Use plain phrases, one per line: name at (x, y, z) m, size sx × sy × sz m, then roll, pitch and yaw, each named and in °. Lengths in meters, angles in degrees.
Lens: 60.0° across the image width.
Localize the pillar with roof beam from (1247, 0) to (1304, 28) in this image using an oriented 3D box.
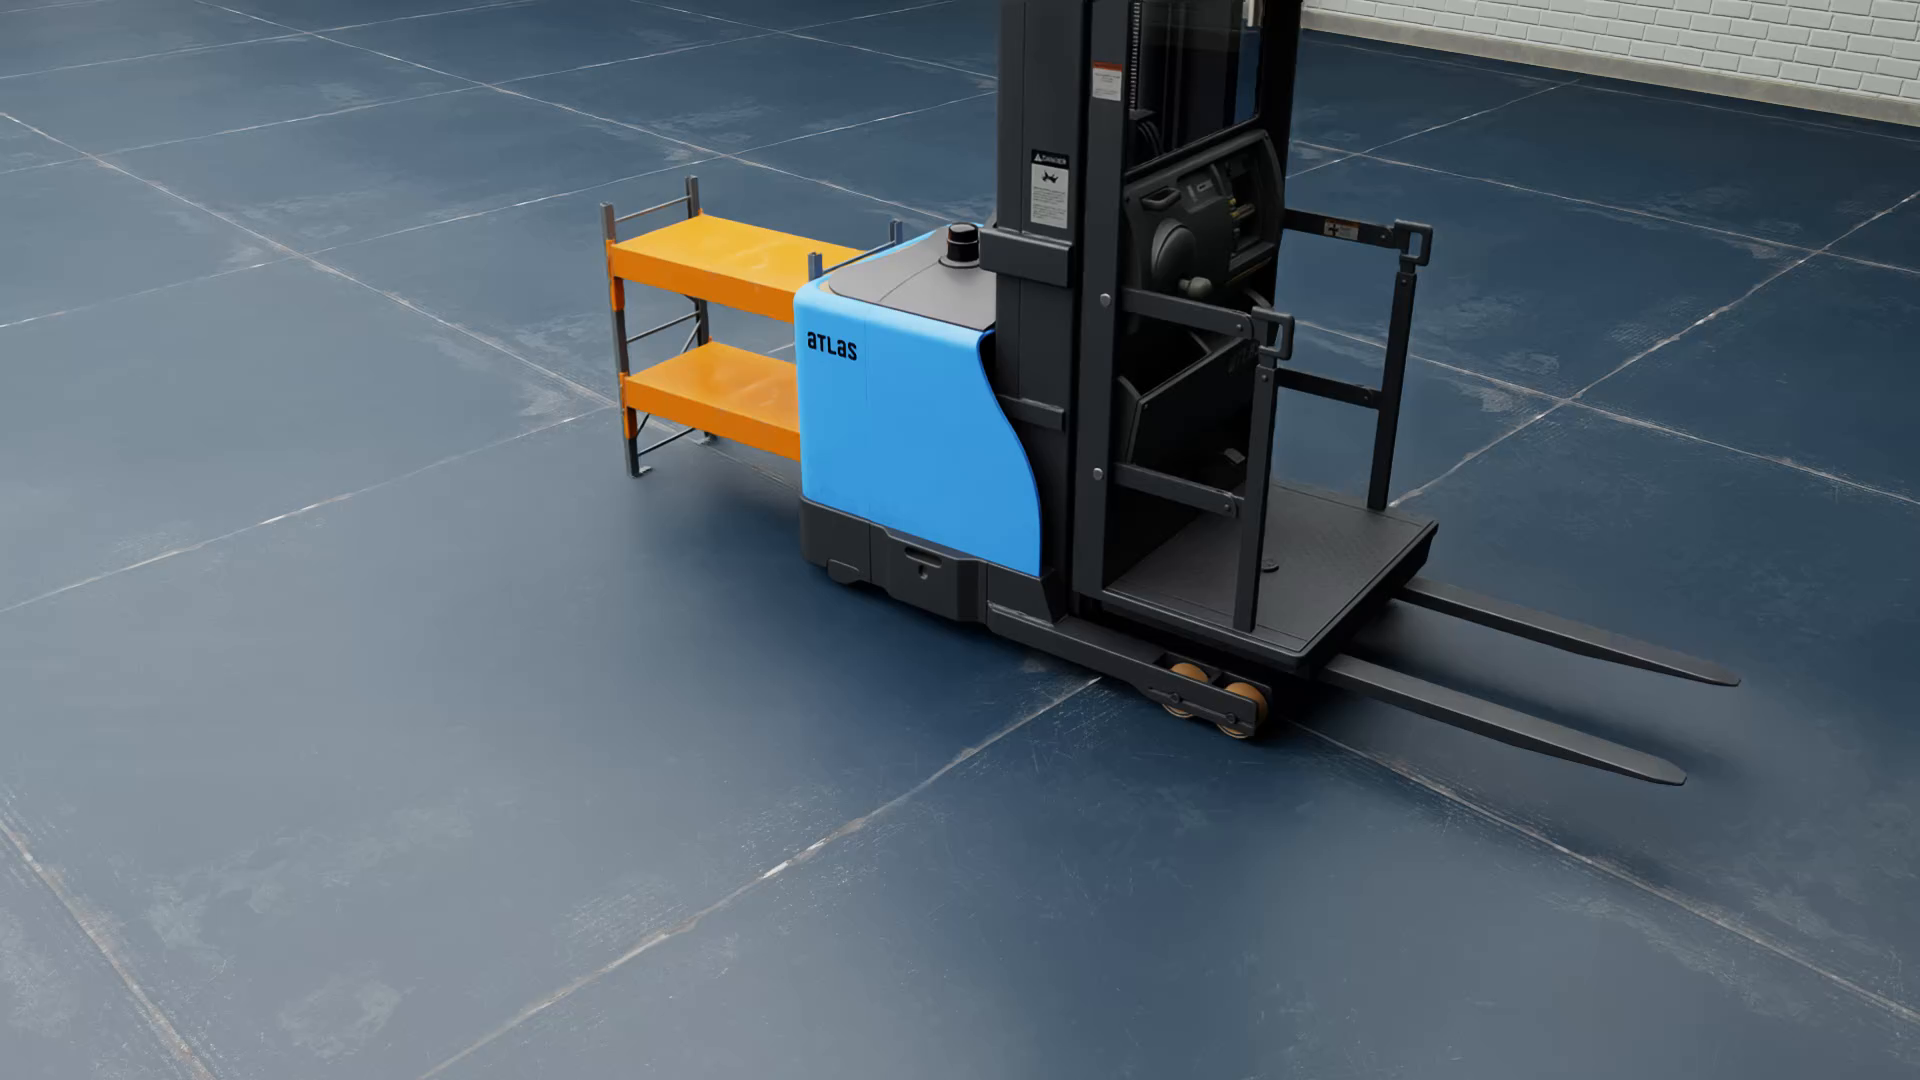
pillar with roof beam at (-0.156, -7.232, 10.334) m, size 0.400 × 9.000 × 9.100 m, roll 25°, pitch 36°, yaw 38°

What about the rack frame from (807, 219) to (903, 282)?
rack frame at (-0.366, -0.572, 6.129) m, size 0.032 × 1.125 × 0.500 m, roll 18°, pitch 33°, yaw 31°

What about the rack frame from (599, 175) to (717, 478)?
rack frame at (-1.193, -0.847, 6.652) m, size 0.032 × 1.125 × 0.500 m, roll 18°, pitch 33°, yaw 31°

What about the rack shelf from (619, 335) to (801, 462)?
rack shelf at (-0.779, -0.493, 6.504) m, size 1.000 × 0.278 × 0.538 m, roll 18°, pitch 33°, yaw 31°

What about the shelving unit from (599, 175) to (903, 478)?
shelving unit at (-0.779, -0.709, 6.390) m, size 1.048 × 1.125 × 0.538 m, roll 18°, pitch 33°, yaw 31°

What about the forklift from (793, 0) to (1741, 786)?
forklift at (0.920, -0.972, 4.948) m, size 3.031 × 2.935 × 1.130 m, roll 18°, pitch 33°, yaw 31°

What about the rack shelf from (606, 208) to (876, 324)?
rack shelf at (-0.779, -0.968, 6.254) m, size 1.000 × 0.278 × 0.538 m, roll 18°, pitch 33°, yaw 31°
